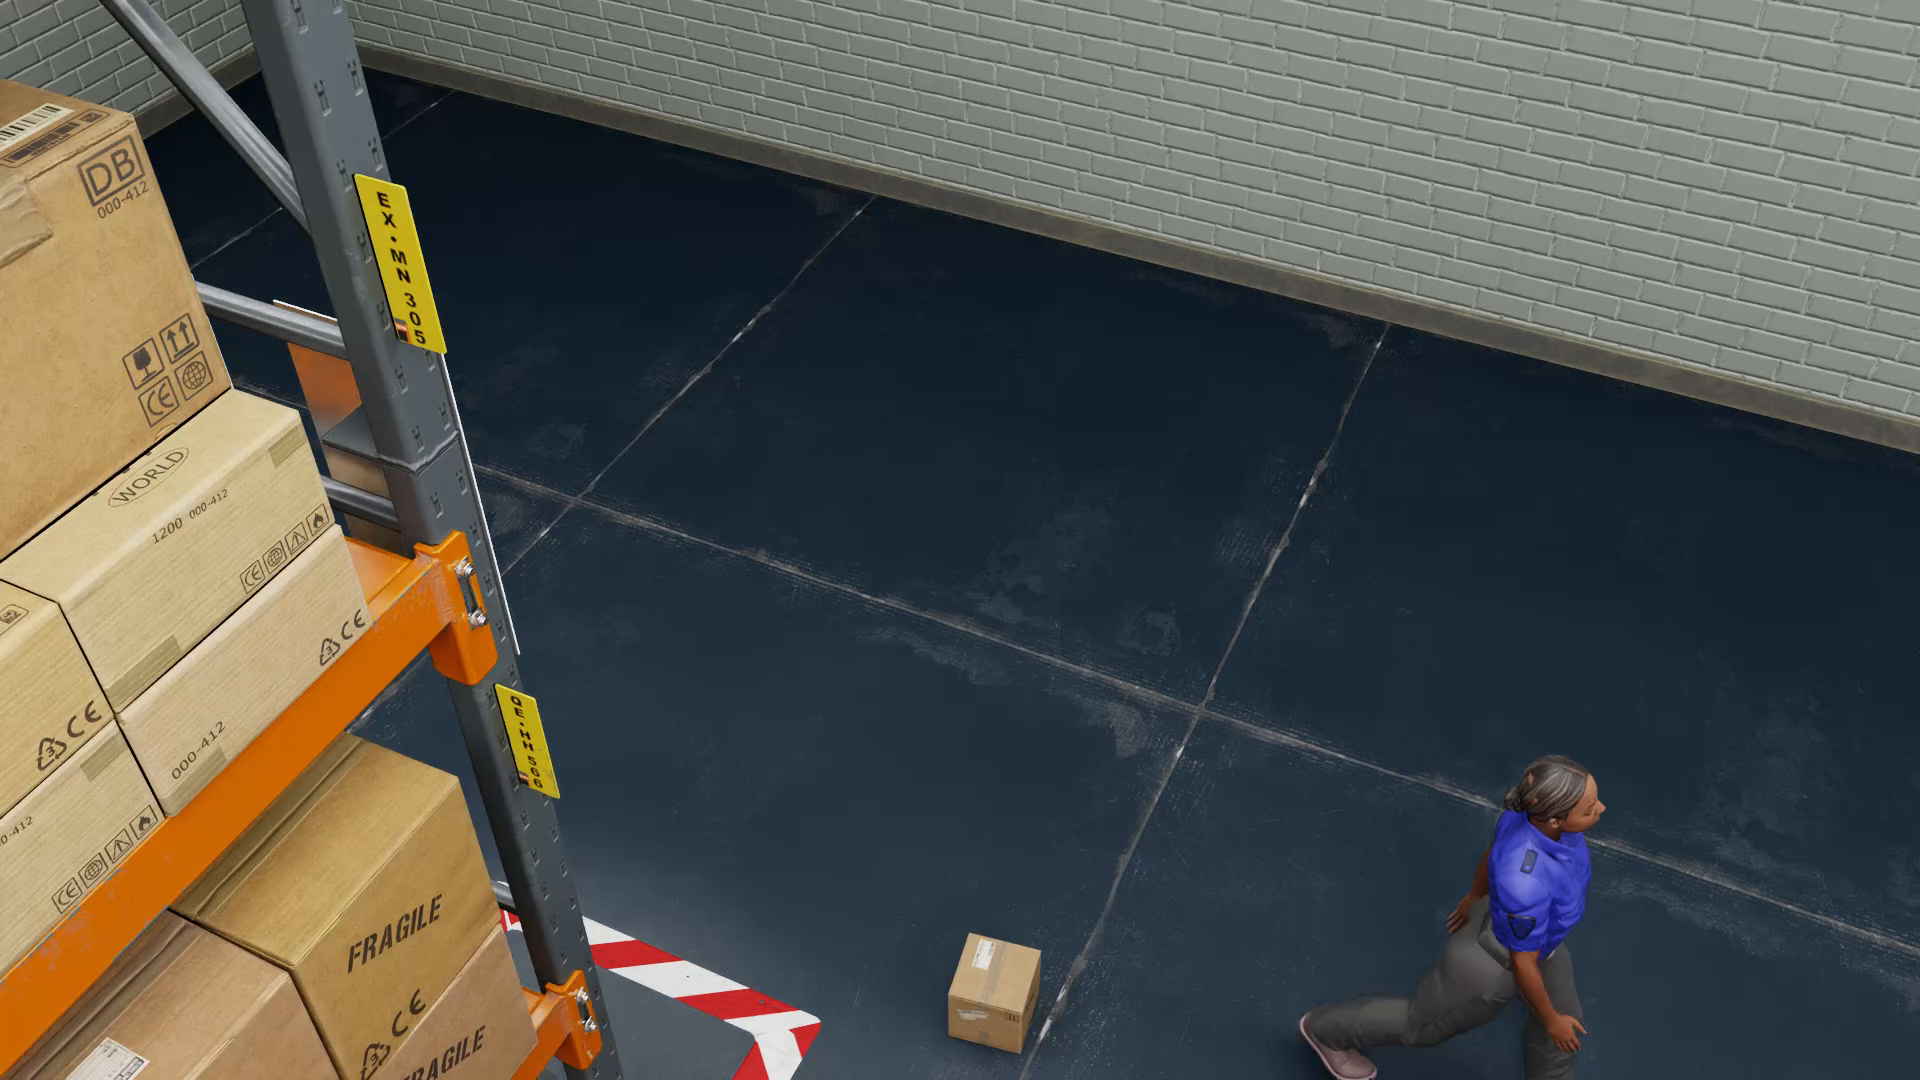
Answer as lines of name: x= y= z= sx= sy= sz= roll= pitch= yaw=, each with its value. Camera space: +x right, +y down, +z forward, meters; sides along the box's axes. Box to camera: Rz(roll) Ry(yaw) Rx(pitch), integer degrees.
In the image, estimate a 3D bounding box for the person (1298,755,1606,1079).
person: x=1.589 y=1.191 z=4.843 sx=1.005 sy=1.599 sz=0.429 roll=23 pitch=47 yaw=24
